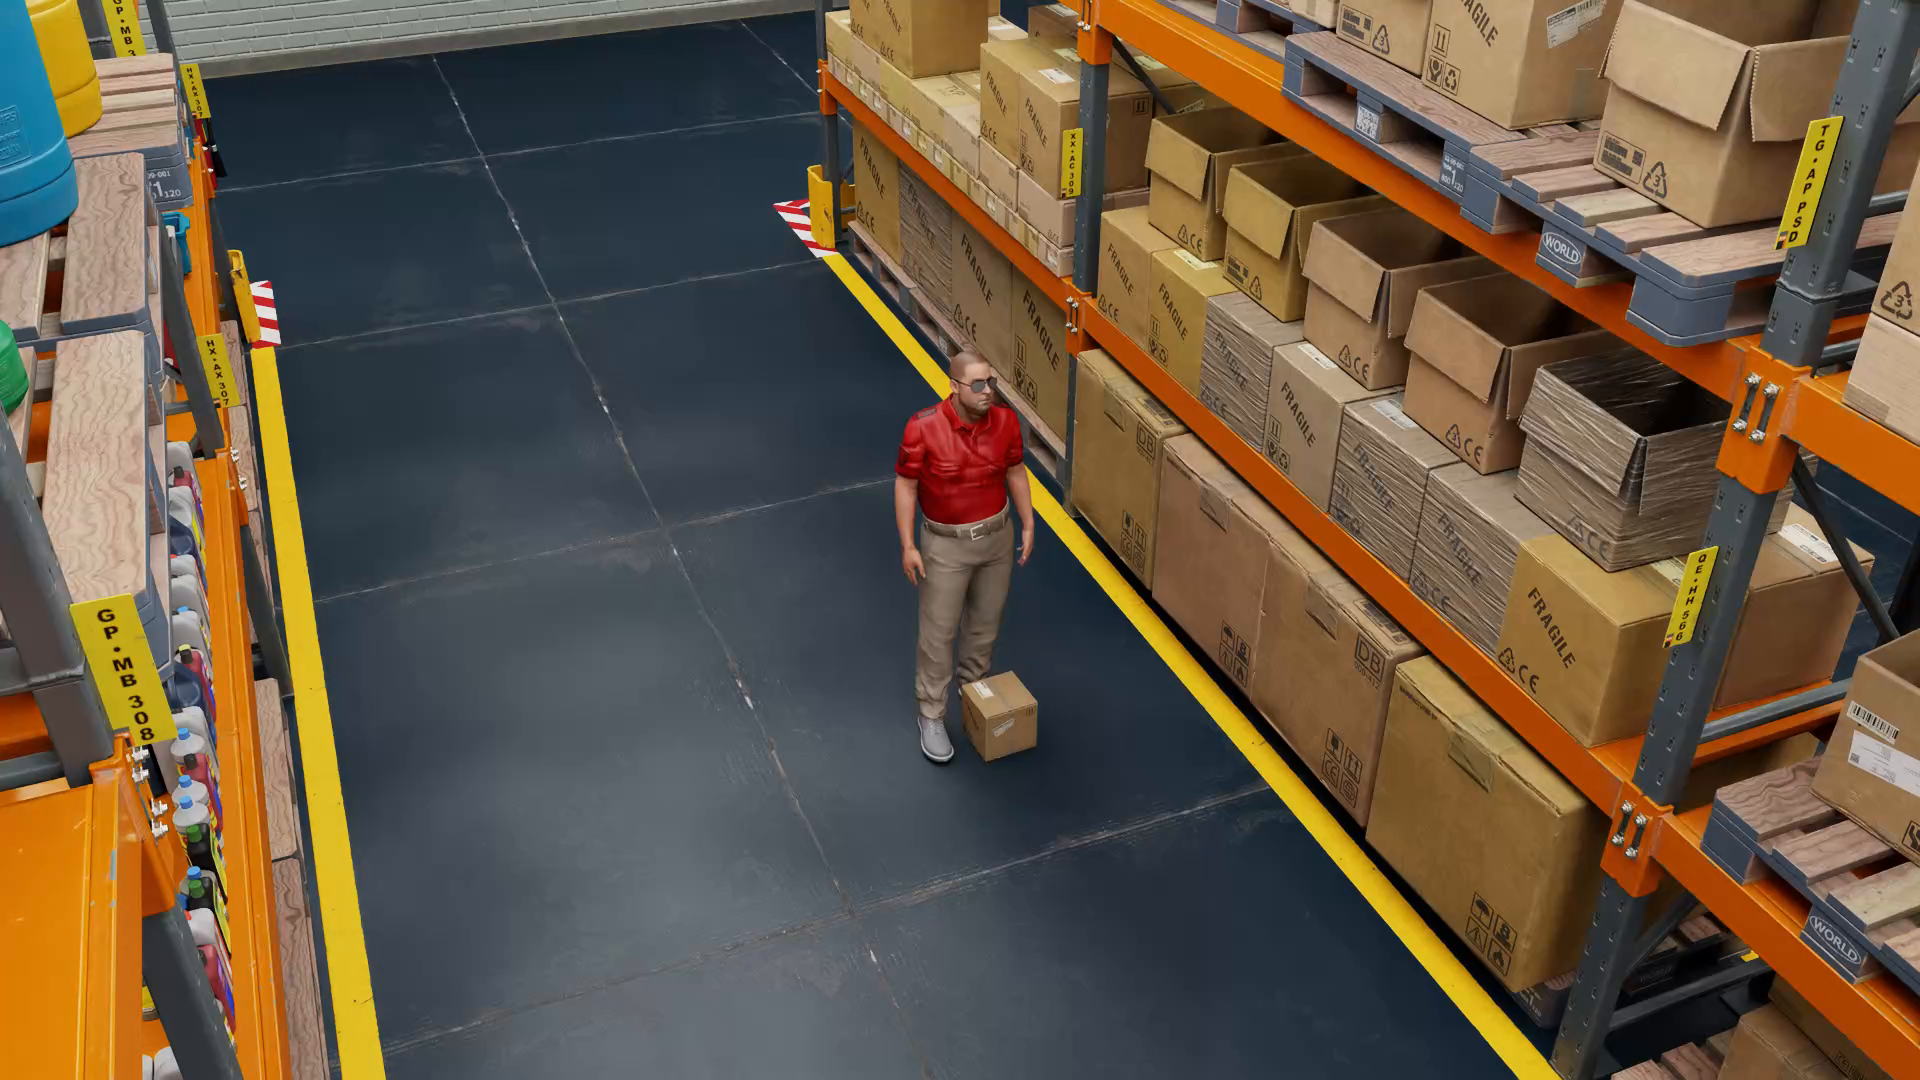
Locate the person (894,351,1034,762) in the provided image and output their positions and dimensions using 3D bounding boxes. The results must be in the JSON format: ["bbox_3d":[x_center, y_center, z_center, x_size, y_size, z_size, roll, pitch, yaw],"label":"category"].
[{"bbox_3d":[0.059,0.056,7.054,0.641,1.726,0.550,-14,36,-20],"label":"person"}]
